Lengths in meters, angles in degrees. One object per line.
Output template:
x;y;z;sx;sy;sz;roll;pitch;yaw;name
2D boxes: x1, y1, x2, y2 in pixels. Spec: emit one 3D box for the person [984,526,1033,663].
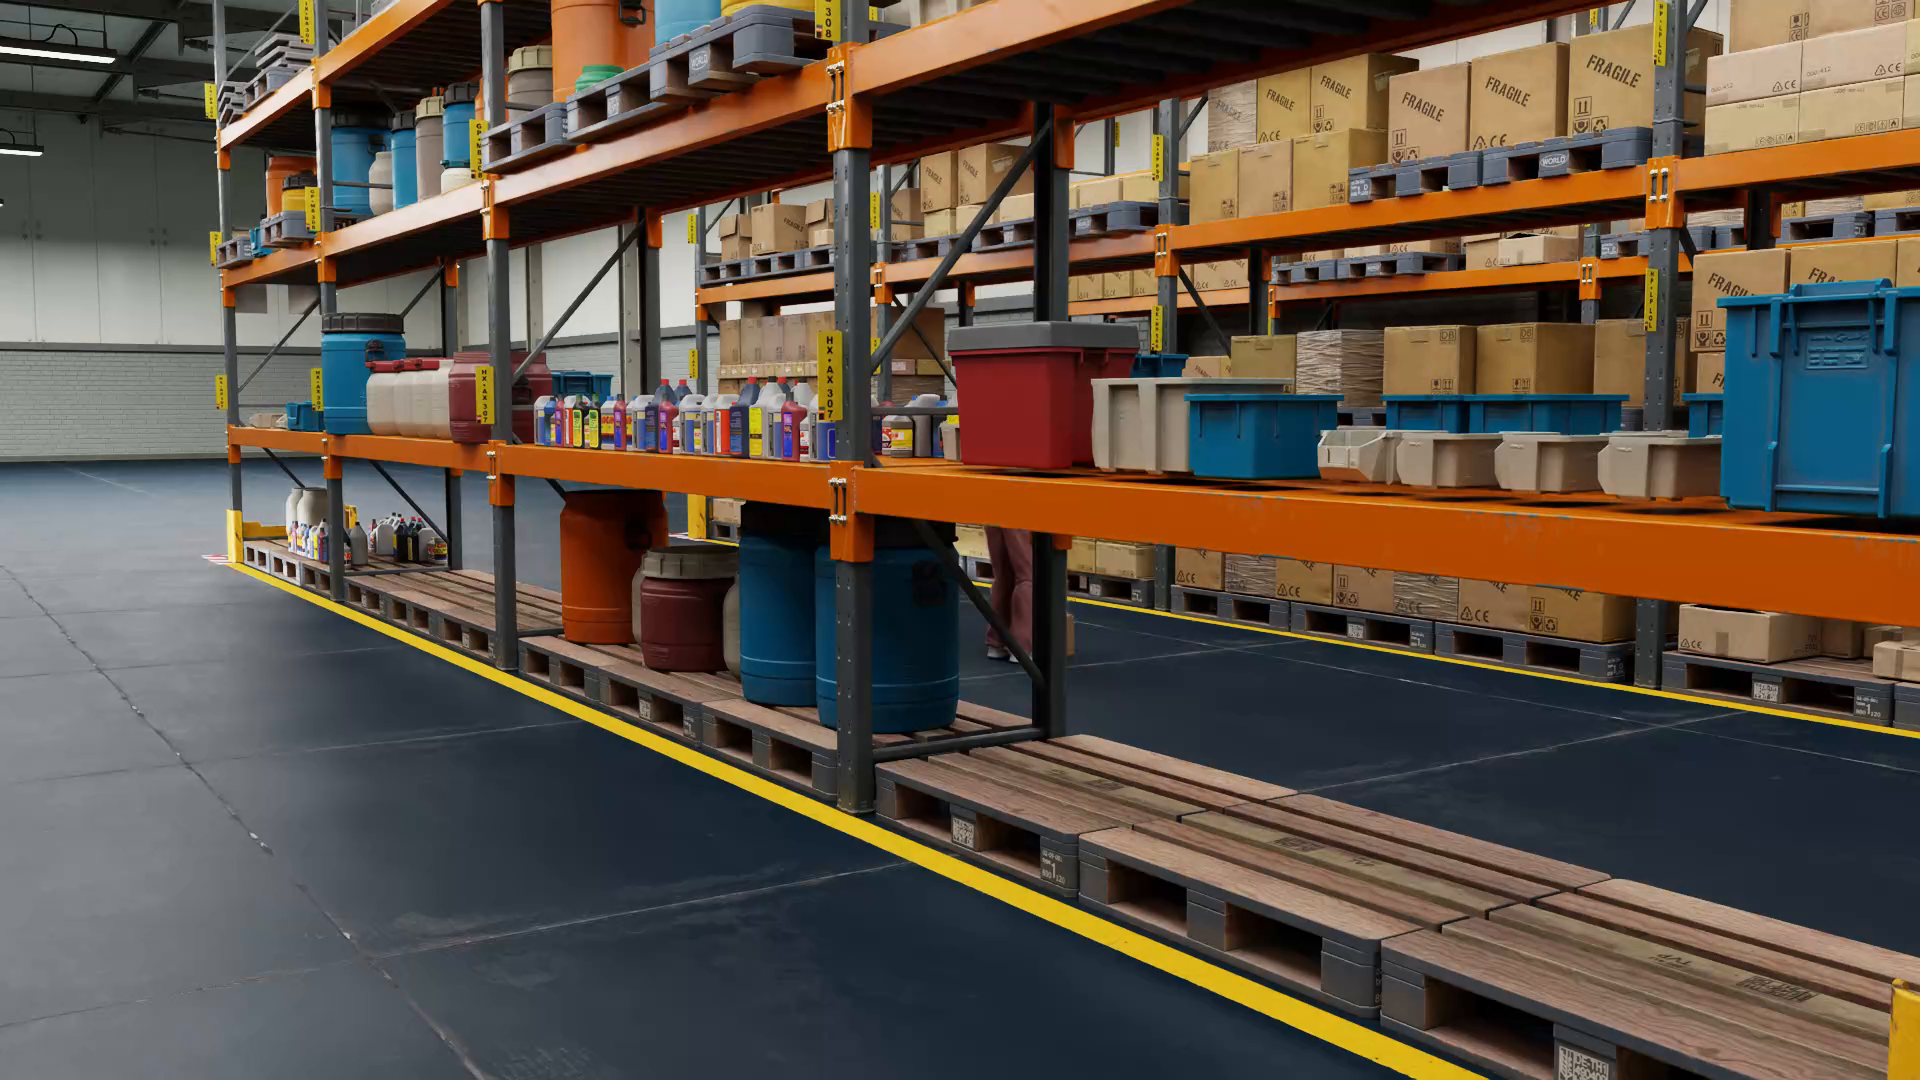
0.323;-0.117;9.961;0.361;1.672;0.499;-3;6;-36;person
